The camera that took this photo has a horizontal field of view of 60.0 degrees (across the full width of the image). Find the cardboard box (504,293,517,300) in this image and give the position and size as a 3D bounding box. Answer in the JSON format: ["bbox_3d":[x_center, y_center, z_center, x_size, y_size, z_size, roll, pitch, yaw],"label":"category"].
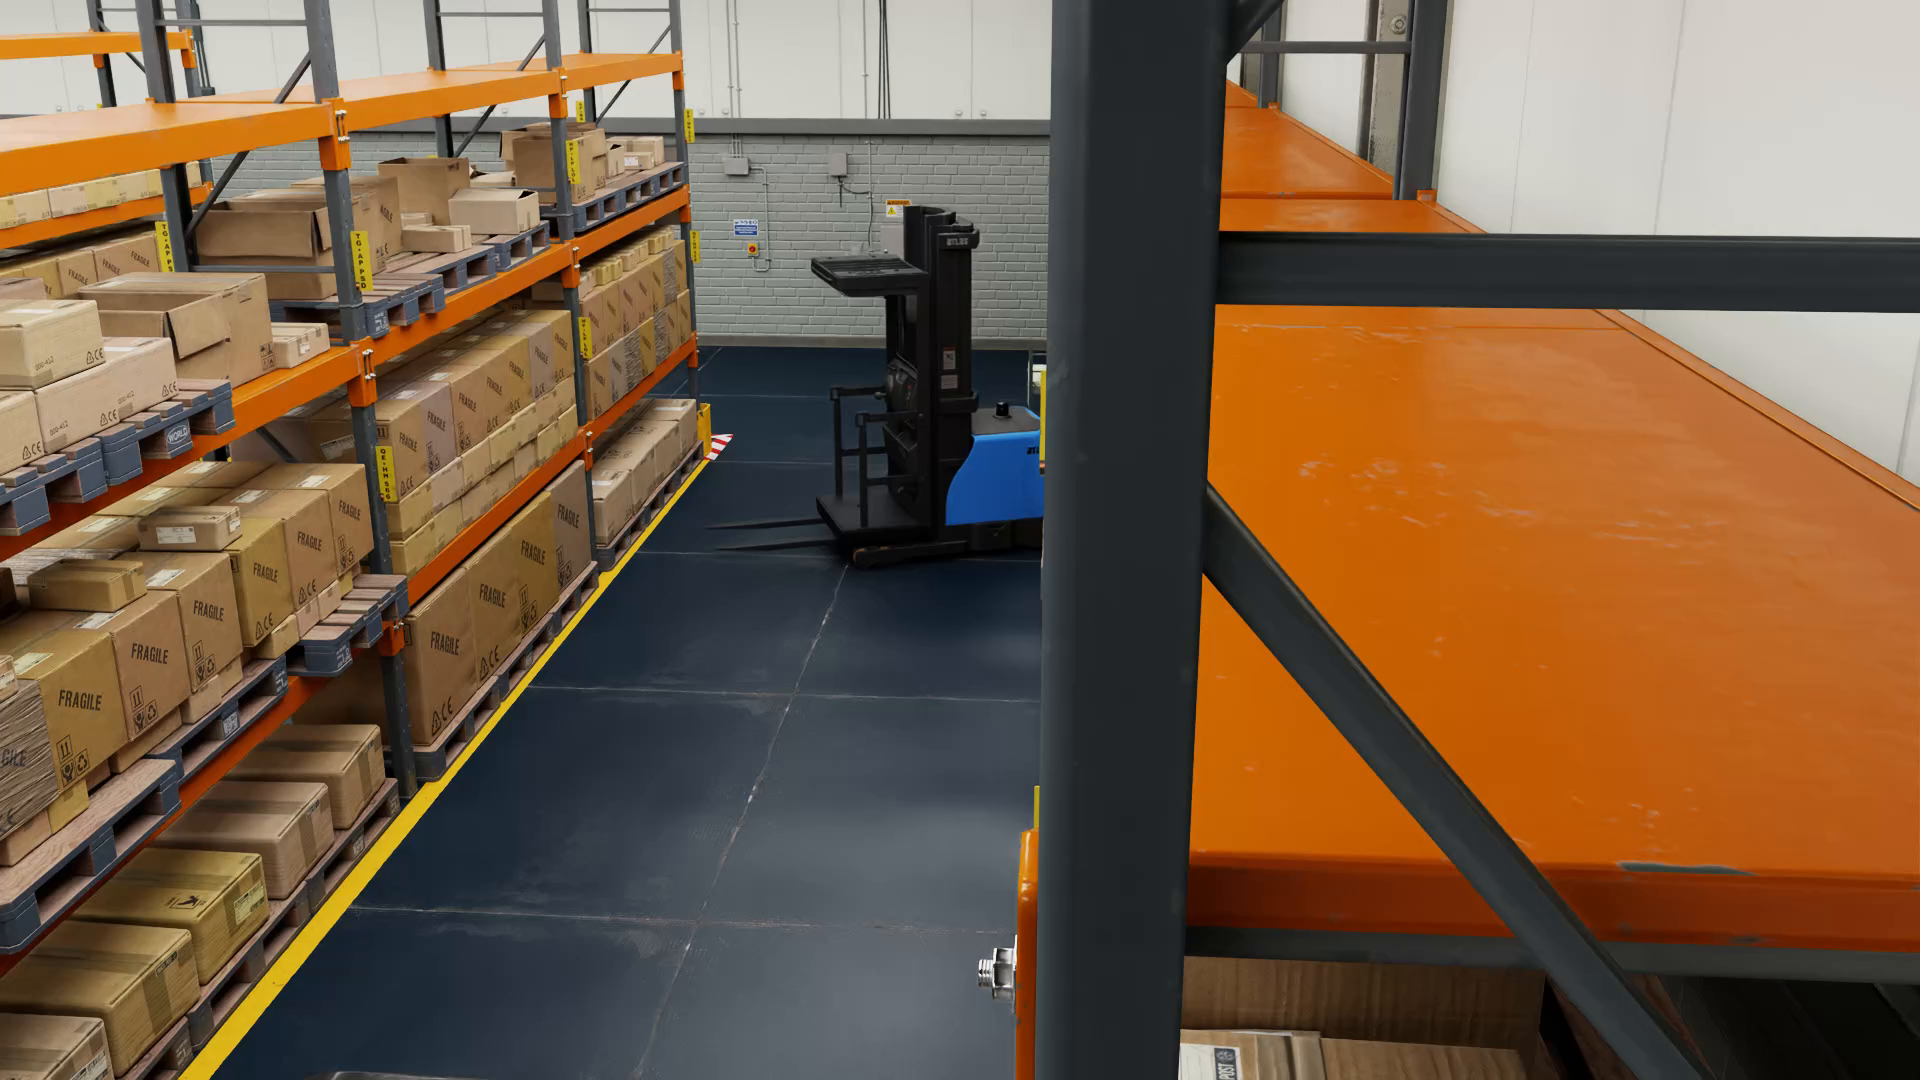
[{"bbox_3d":[-3.839,-2.050,13.553,0.380,0.149,0.250,1,18,3],"label":"cardboard box"}]

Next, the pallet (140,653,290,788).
[{"bbox_3d":[-3.931,0.833,7.871,1.003,0.211,1.213,1,18,4],"label":"pallet"}]

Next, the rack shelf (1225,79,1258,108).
[{"bbox_3d":[1.264,-2.704,10.521,1.077,0.370,4.000,1,18,4],"label":"rack shelf"}]

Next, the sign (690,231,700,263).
[{"bbox_3d":[-2.717,-3.005,17.035,0.100,0.325,0.005,1,18,4],"label":"sign"}]

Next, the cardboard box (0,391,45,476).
[{"bbox_3d":[-3.675,-0.358,5.946,0.500,0.250,0.500,1,18,2],"label":"cardboard box"}]

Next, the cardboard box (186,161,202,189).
[{"bbox_3d":[-7.970,-3.644,16.651,0.500,0.250,0.500,1,18,3],"label":"cardboard box"}]

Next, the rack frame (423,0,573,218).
[{"bbox_3d":[-3.544,-3.967,12.577,1.000,3.000,0.127,1,18,4],"label":"rack frame"}]

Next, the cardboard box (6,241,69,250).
[{"bbox_3d":[-8.621,-2.492,15.466,0.500,0.500,0.500,1,18,2],"label":"cardboard box"}]

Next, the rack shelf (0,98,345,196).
[{"bbox_3d":[-3.974,-1.571,7.065,1.077,0.370,4.000,1,18,4],"label":"rack shelf"}]

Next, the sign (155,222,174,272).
[{"bbox_3d":[-4.383,-1.597,9.206,0.100,0.325,0.005,1,18,4],"label":"sign"}]

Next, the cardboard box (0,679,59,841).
[{"bbox_3d":[-3.797,0.841,6.226,0.500,0.500,0.500,2,18,5],"label":"cardboard box"}]

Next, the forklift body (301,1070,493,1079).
[{"bbox_3d":[-1.136,2.494,3.857,2.313,2.155,1.214,1,18,4],"label":"forklift body"}]

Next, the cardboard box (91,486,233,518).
[{"bbox_3d":[-4.124,0.035,8.688,0.500,0.500,0.500,2,18,7],"label":"cardboard box"}]

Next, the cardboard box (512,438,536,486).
[{"bbox_3d":[-3.417,-0.585,12.133,0.500,0.250,0.500,1,18,2],"label":"cardboard box"}]

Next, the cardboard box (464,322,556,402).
[{"bbox_3d":[-3.355,-1.333,12.409,0.500,0.500,0.500,2,18,5],"label":"cardboard box"}]

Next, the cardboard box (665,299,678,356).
[{"bbox_3d":[-3.078,-2.095,16.337,0.500,0.500,0.500,1,18,3],"label":"cardboard box"}]

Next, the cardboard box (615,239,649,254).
[{"bbox_3d":[-3.160,-2.755,15.705,0.380,0.149,0.250,1,18,3],"label":"cardboard box"}]

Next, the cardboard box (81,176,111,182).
[{"bbox_3d":[-8.103,-3.406,15.121,0.500,0.250,0.500,0,18,2],"label":"cardboard box"}]

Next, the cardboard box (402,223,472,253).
[{"bbox_3d":[-3.530,-2.039,11.213,0.380,0.166,0.250,3,18,9],"label":"cardboard box"}]

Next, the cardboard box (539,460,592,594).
[{"bbox_3d":[-3.508,-0.111,13.184,0.875,0.875,0.875,2,18,6],"label":"cardboard box"}]

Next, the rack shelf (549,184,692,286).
[{"bbox_3d":[-3.400,-2.821,15.052,1.077,0.370,4.000,1,18,4],"label":"rack shelf"}]

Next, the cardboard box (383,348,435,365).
[{"bbox_3d":[-3.940,-1.033,11.493,0.500,0.500,0.500,1,18,3],"label":"cardboard box"}]

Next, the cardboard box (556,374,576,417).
[{"bbox_3d":[-3.333,-1.140,13.022,0.500,0.250,0.500,1,18,4],"label":"cardboard box"}]

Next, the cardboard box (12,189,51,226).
[{"bbox_3d":[-8.165,-2.843,14.205,0.500,0.250,0.500,1,18,3],"label":"cardboard box"}]

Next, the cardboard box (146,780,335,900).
[{"bbox_3d":[-3.926,1.580,8.829,0.950,0.372,0.625,1,18,3],"label":"cardboard box"}]

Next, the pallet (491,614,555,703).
[{"bbox_3d":[-3.609,0.830,12.050,1.003,0.211,1.213,1,18,4],"label":"pallet"}]

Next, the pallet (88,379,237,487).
[{"bbox_3d":[-3.895,-0.479,7.052,1.213,0.211,1.003,1,18,4],"label":"pallet"}]

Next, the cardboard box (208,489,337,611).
[{"bbox_3d":[-3.612,0.046,8.652,0.500,0.500,0.500,1,18,3],"label":"cardboard box"}]

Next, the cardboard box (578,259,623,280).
[{"bbox_3d":[-3.157,-2.357,14.491,0.380,0.149,0.250,1,18,2],"label":"cardboard box"}]

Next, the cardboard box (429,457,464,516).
[{"bbox_3d":[-3.510,-0.352,10.619,0.500,0.250,0.500,2,18,5],"label":"cardboard box"}]

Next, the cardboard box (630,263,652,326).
[{"bbox_3d":[-3.139,-2.253,15.216,0.500,0.500,0.500,1,18,4],"label":"cardboard box"}]

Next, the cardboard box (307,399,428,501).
[{"bbox_3d":[-3.551,-0.544,10.000,0.500,0.500,0.500,1,18,2],"label":"cardboard box"}]

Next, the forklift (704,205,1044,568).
[{"bbox_3d":[-0.697,-1.335,14.291,3.031,2.935,1.130,-5,19,-15],"label":"forklift"}]

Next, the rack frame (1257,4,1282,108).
[{"bbox_3d":[1.121,-2.615,8.451,1.000,3.000,0.127,1,18,4],"label":"rack frame"}]

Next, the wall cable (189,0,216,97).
[{"bbox_3d":[-9.298,-8.638,21.668,2.277,5.999,0.120,1,18,4],"label":"wall cable"}]

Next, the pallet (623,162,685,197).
[{"bbox_3d":[-3.300,-3.511,16.146,1.003,0.211,1.213,1,18,4],"label":"pallet"}]

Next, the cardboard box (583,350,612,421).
[{"bbox_3d":[-3.249,-1.303,13.923,0.500,0.500,0.500,2,18,6],"label":"cardboard box"}]

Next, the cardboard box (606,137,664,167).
[{"bbox_3d":[-3.199,-3.818,16.345,0.500,0.250,0.500,0,18,-1],"label":"cardboard box"}]

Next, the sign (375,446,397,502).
[{"bbox_3d":[-3.288,-0.377,9.524,0.100,0.325,0.005,1,18,4],"label":"sign"}]

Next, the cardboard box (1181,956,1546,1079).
[{"bbox_3d":[0.509,0.542,2.639,0.700,0.500,0.500,1,18,4],"label":"cardboard box"}]

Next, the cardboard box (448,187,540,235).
[{"bbox_3d":[-3.397,-2.420,12.143,0.500,0.311,0.500,1,18,4],"label":"cardboard box"}]

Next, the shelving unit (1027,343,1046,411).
[{"bbox_3d":[0.841,-1.035,15.654,0.431,1.500,0.755,1,19,2],"label":"shelving unit"}]

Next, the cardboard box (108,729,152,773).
[{"bbox_3d":[-3.731,0.878,7.156,0.380,0.149,0.250,2,18,5],"label":"cardboard box"}]

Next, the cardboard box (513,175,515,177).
[{"bbox_3d":[-3.798,-2.957,13.880,0.380,0.149,0.250,2,18,5],"label":"cardboard box"}]

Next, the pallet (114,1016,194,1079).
[{"bbox_3d":[-4.063,2.452,7.101,1.003,0.211,1.213,1,18,4],"label":"pallet"}]

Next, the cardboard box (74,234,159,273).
[{"bbox_3d":[-8.051,-2.635,15.902,0.500,0.500,0.500,2,18,7],"label":"cardboard box"}]

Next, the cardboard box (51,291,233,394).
[{"bbox_3d":[-3.911,-0.874,7.789,0.797,0.503,0.637,1,18,4],"label":"cardboard box"}]

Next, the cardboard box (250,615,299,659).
[{"bbox_3d":[-3.571,0.481,8.366,0.380,0.149,0.250,2,18,5],"label":"cardboard box"}]
